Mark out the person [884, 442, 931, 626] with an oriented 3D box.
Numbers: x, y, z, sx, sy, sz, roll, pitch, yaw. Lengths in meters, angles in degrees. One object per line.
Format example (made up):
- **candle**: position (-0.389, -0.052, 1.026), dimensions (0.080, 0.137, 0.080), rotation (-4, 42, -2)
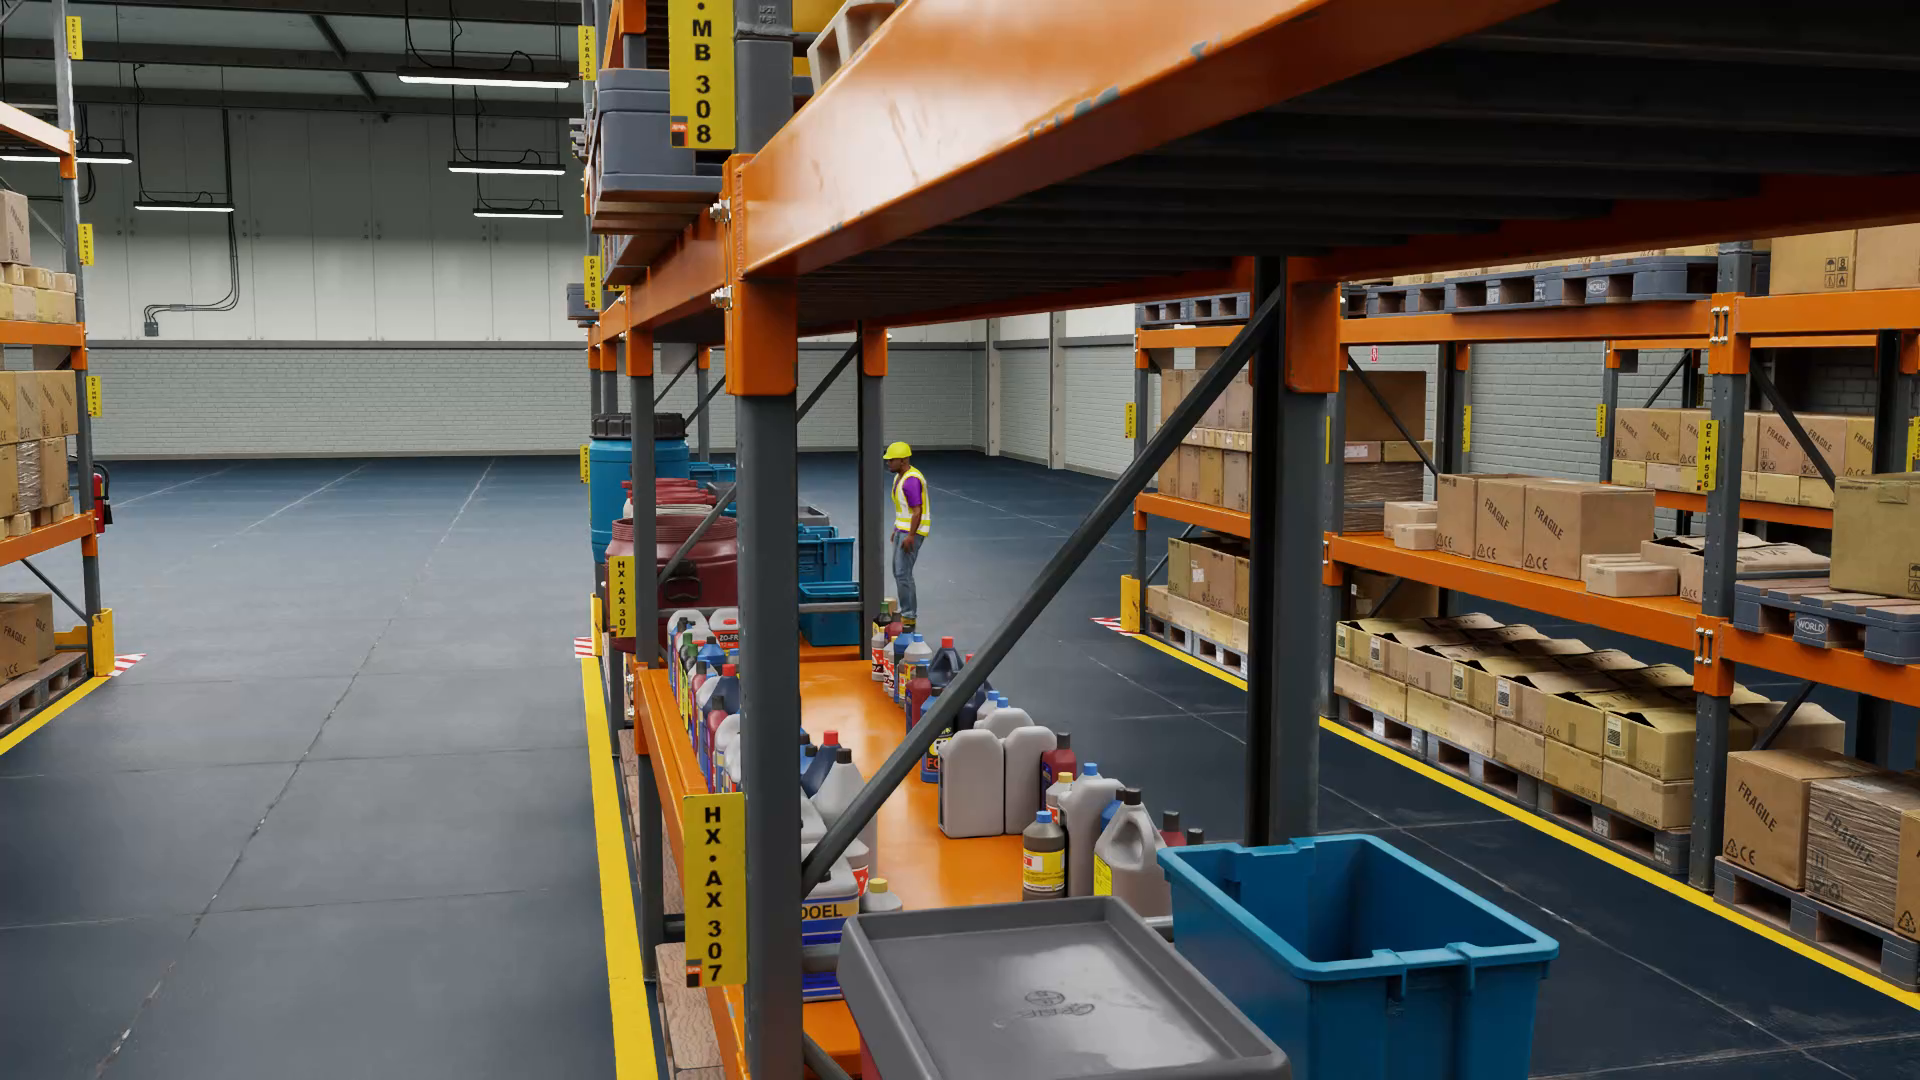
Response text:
- **person**: position (-0.529, -0.062, 15.971), dimensions (0.458, 1.757, 0.626), rotation (-2, 6, -16)
